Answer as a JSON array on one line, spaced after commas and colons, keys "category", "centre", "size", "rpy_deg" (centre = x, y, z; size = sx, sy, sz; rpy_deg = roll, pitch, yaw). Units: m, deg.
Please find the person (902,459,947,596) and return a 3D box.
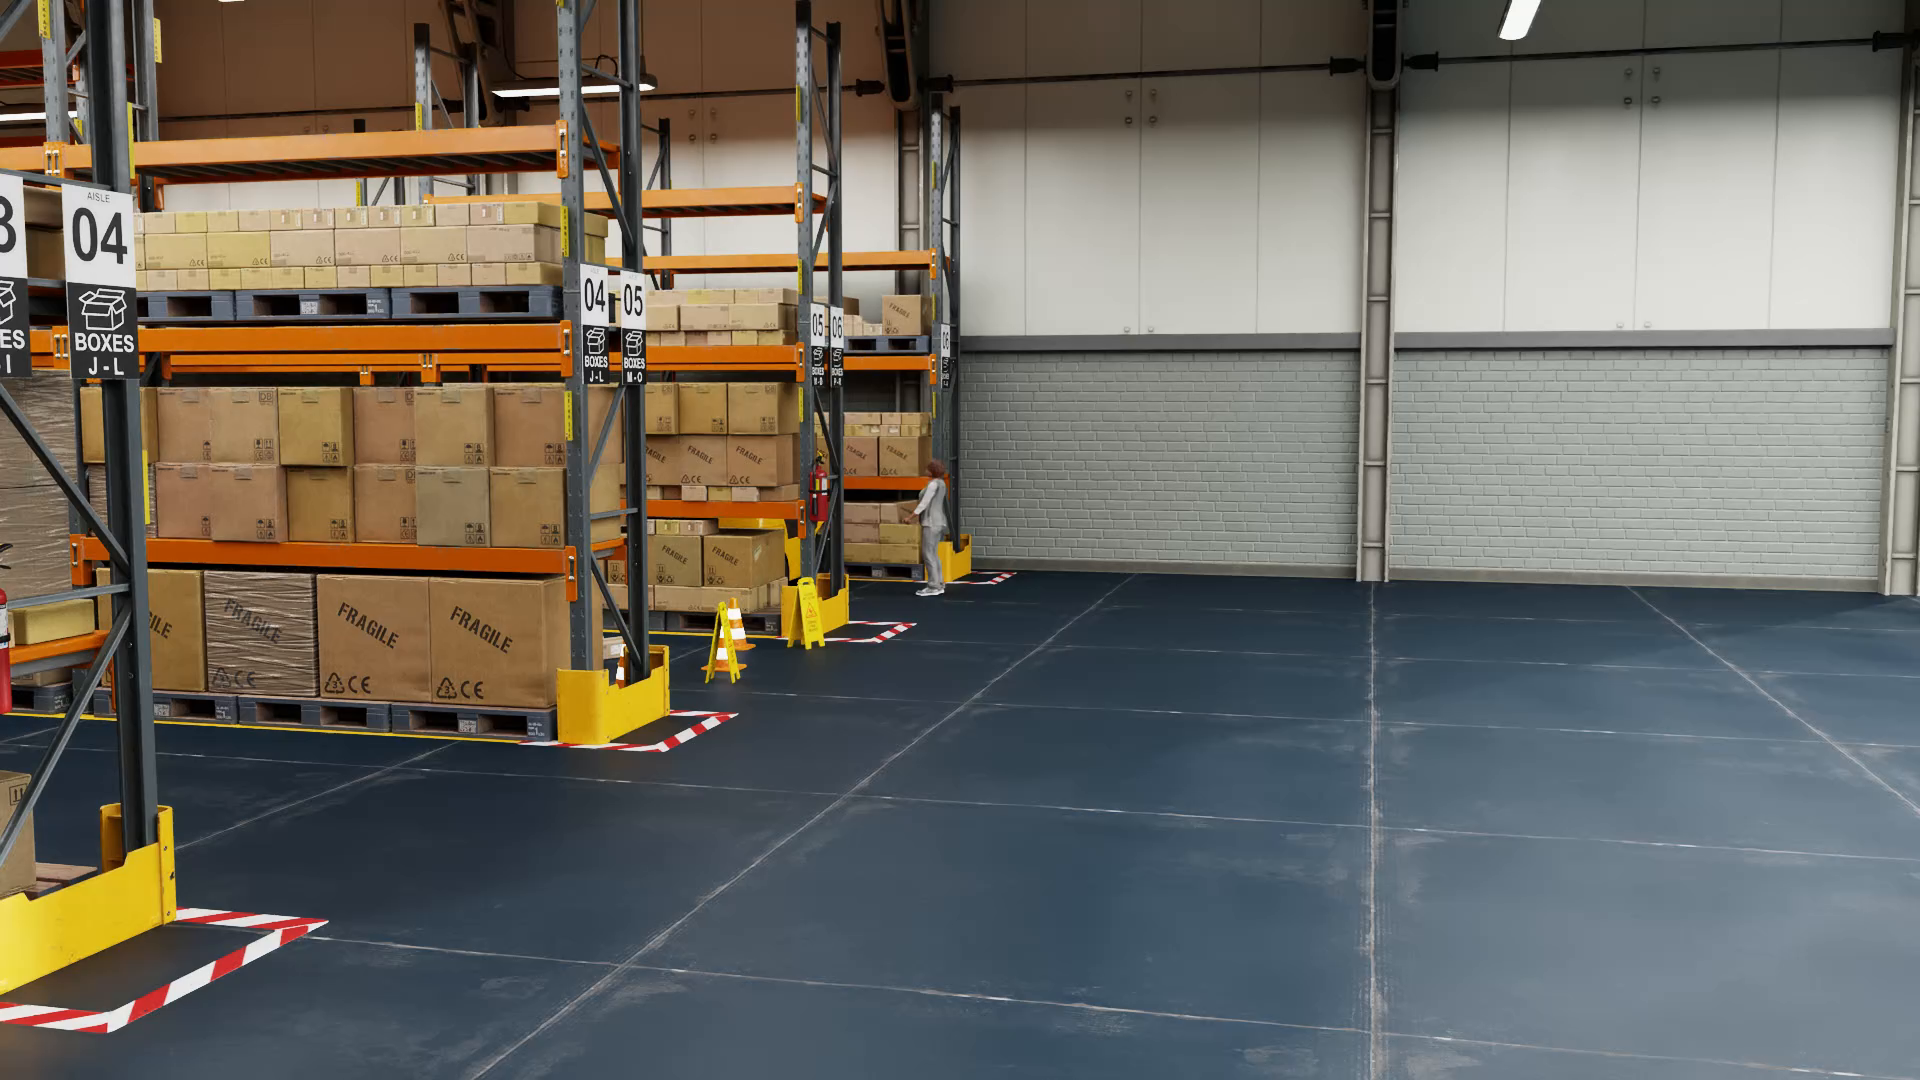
[{"category": "person", "centre": [-0.406, -0.152, 19.371], "size": [0.494, 1.592, 0.404], "rpy_deg": [1, 5, 15]}]
